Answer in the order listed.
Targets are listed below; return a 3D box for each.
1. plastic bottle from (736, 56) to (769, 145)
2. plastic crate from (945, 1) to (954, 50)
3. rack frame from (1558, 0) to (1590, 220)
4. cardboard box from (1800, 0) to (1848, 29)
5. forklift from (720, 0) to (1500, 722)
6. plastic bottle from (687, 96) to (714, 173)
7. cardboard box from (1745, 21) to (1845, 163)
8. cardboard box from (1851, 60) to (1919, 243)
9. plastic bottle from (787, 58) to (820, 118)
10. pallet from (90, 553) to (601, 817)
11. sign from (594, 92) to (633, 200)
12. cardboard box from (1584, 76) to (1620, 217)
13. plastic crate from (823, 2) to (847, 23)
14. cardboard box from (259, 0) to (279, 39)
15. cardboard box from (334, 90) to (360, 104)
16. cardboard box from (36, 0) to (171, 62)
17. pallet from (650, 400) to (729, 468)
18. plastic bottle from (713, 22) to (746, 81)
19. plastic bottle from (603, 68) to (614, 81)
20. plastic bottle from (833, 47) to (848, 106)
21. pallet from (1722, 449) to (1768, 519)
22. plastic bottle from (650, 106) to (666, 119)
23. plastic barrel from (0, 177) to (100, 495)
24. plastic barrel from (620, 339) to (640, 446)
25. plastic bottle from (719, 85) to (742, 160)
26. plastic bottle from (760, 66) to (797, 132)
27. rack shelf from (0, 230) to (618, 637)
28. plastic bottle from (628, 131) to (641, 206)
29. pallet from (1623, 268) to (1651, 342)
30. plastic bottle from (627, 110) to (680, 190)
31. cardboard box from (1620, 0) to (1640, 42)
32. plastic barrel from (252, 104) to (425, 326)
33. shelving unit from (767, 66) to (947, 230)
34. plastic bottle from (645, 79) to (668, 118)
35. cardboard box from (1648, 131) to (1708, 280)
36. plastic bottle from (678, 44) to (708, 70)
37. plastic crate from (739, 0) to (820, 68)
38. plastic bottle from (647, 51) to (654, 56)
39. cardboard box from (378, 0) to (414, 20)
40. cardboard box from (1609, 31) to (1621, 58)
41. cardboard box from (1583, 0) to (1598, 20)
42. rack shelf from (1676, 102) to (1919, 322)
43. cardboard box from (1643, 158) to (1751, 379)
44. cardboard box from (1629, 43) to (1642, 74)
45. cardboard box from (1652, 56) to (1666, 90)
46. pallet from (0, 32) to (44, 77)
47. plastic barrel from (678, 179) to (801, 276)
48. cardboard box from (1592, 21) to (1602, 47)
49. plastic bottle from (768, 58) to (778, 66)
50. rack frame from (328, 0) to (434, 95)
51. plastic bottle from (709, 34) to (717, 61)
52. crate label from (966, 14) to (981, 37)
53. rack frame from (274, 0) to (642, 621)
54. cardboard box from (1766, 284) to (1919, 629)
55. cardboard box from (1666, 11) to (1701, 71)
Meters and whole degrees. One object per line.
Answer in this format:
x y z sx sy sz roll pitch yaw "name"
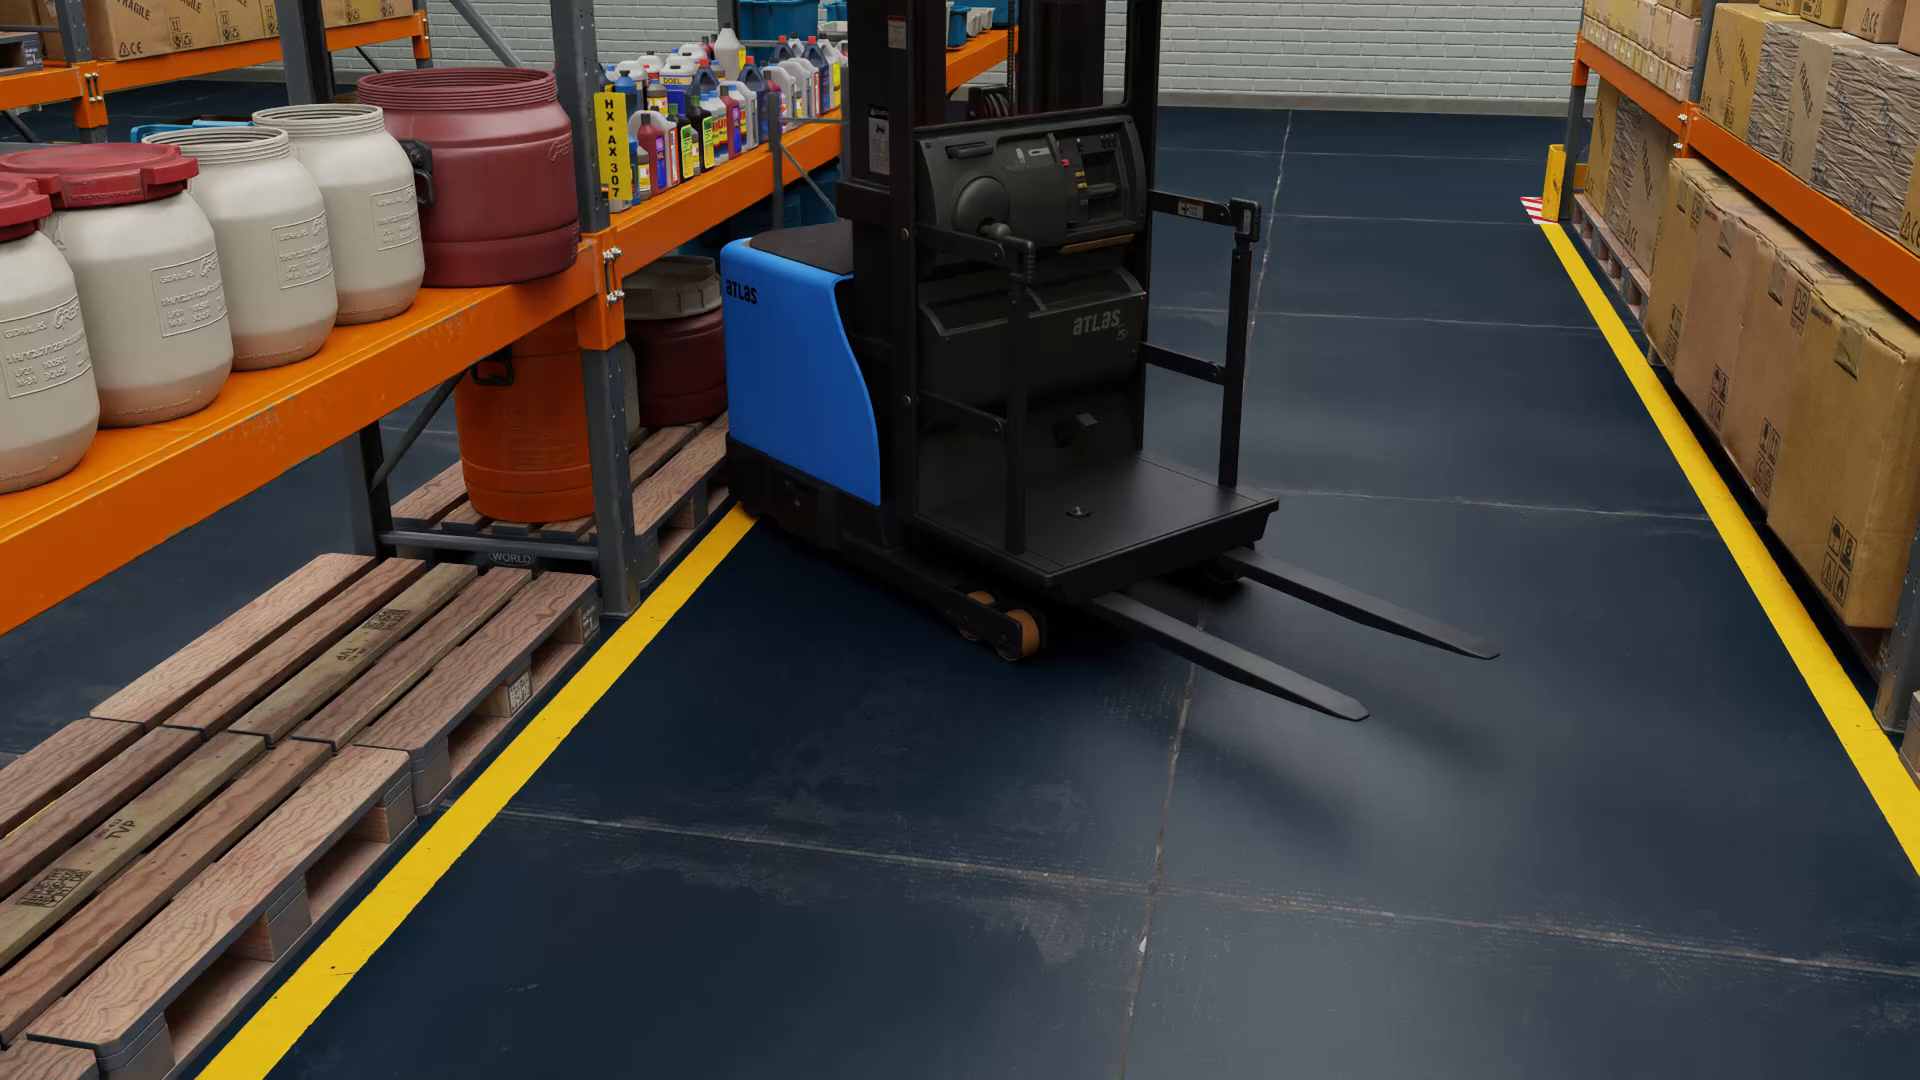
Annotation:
-0.886 -1.854 7.007 0.144 0.351 0.185 4 22 11 "plastic bottle"
-0.302 -3.158 10.258 0.437 0.282 0.530 4 22 11 "plastic crate"
4.871 -3.726 11.590 1.000 3.000 0.127 4 22 11 "rack frame"
3.781 -2.290 6.549 0.797 0.503 0.637 5 22 12 "cardboard box"
0.391 -1.179 5.357 1.130 2.935 3.031 -17 27 -36 "forklift"
-0.992 -1.556 6.359 0.061 0.283 0.133 4 22 11 "plastic bottle"
3.512 -1.793 6.657 0.500 0.500 0.500 4 22 10 "cardboard box"
3.204 -1.228 5.253 0.500 0.500 0.500 4 22 10 "cardboard box"
-0.736 -2.096 7.709 0.152 0.276 0.135 4 22 11 "plastic bottle"
-1.806 0.396 5.087 1.003 0.211 1.213 4 22 11 "pallet"
-1.070 -1.214 5.134 0.100 0.325 0.005 4 22 11 "sign"
4.819 -2.695 11.312 0.875 0.875 0.875 4 22 11 "cardboard box"
-0.681 -3.397 10.917 0.416 0.233 0.300 4 22 11 "plastic crate"
-4.964 -3.788 11.610 0.500 0.500 0.500 4 22 10 "cardboard box"
-4.696 -3.309 13.313 0.500 0.500 0.500 4 22 11 "cardboard box"
-5.272 -3.232 10.229 0.500 0.500 0.500 5 22 12 "cardboard box"
-1.239 -0.621 7.612 1.003 0.211 1.213 4 22 11 "pallet"
-1.192 -2.499 8.609 0.144 0.351 0.185 4 22 11 "plastic bottle"
-1.568 -1.941 7.331 0.097 0.271 0.097 0 22 0 "plastic bottle"
-0.633 -2.281 8.167 0.152 0.276 0.135 4 22 11 "plastic bottle"
3.724 -0.234 6.652 1.003 0.211 1.213 4 22 11 "pallet"
-1.120 -1.466 6.150 0.097 0.271 0.097 0 22 0 "plastic bottle"
-1.867 -0.379 3.098 0.433 0.535 0.433 0 22 0 "plastic barrel"
-1.499 -0.612 6.626 0.421 0.512 0.421 0 22 0 "plastic barrel"
-0.925 -1.676 6.657 0.061 0.283 0.133 4 22 11 "plastic bottle"
-0.810 -1.962 7.377 0.152 0.276 0.135 4 22 11 "plastic bottle"
-2.018 -0.113 3.581 1.077 0.370 4.000 4 22 11 "rack shelf"
-1.155 -1.292 5.719 0.097 0.271 0.097 0 22 0 "plastic bottle"
4.286 -1.242 9.154 1.003 0.211 1.213 4 22 11 "pallet"
-1.111 -1.423 6.038 0.152 0.276 0.135 4 22 11 "plastic bottle"
4.202 -3.074 9.774 0.500 0.250 0.500 4 22 10 "cardboard box"
-1.611 -0.837 4.267 0.421 0.512 0.421 0 22 0 "plastic barrel"
-0.420 -1.285 7.445 0.587 1.500 1.083 5 22 12 "shelving unit"
-1.372 -1.982 7.526 0.097 0.201 0.097 0 22 0 "plastic bottle"
4.268 -1.708 8.860 0.875 0.875 0.875 4 22 11 "cardboard box"
-1.336 -2.309 8.238 0.152 0.276 0.135 4 22 11 "plastic bottle"
-1.033 -2.858 9.375 0.392 0.384 0.575 4 22 11 "plastic crate"
-1.468 -2.160 7.858 0.061 0.283 0.133 4 22 11 "plastic bottle"
-4.651 -4.344 12.991 0.500 0.500 0.500 5 23 13 "cardboard box"
4.215 -3.034 10.209 0.380 0.149 0.250 4 22 10 "cardboard box"
4.509 -3.639 11.178 0.500 0.250 0.500 4 22 9 "cardboard box"
3.647 -1.198 6.276 1.077 0.370 4.000 4 22 11 "rack shelf"
3.944 -1.237 7.691 1.225 0.875 0.875 5 22 11 "cardboard box"
4.058 -2.753 9.510 0.380 0.149 0.250 4 22 10 "cardboard box"
3.901 -2.471 8.810 0.380 0.149 0.250 4 22 10 "cardboard box"
-5.912 -2.647 9.167 1.003 0.211 1.213 4 22 11 "pallet"
-1.066 -1.405 8.075 0.600 0.901 0.708 4 22 11 "plastic barrel"
4.372 -3.317 10.911 0.380 0.149 0.250 4 22 10 "cardboard box"
-0.861 -2.097 7.717 0.097 0.271 0.097 0 22 0 "plastic bottle"
-4.826 -4.482 13.468 1.000 3.000 0.127 4 22 11 "rack frame"
-1.287 -2.485 8.665 0.061 0.283 0.133 4 22 11 "plastic bottle"
-0.073 -3.488 11.273 0.396 0.136 0.243 4 22 11 "crate label"
-1.610 -1.178 5.263 1.000 3.000 0.127 4 22 11 "rack frame"
3.400 -0.260 5.266 1.225 0.875 0.875 3 22 8 "cardboard box"
3.888 -2.513 8.381 0.500 0.250 0.500 4 22 10 "cardboard box"
